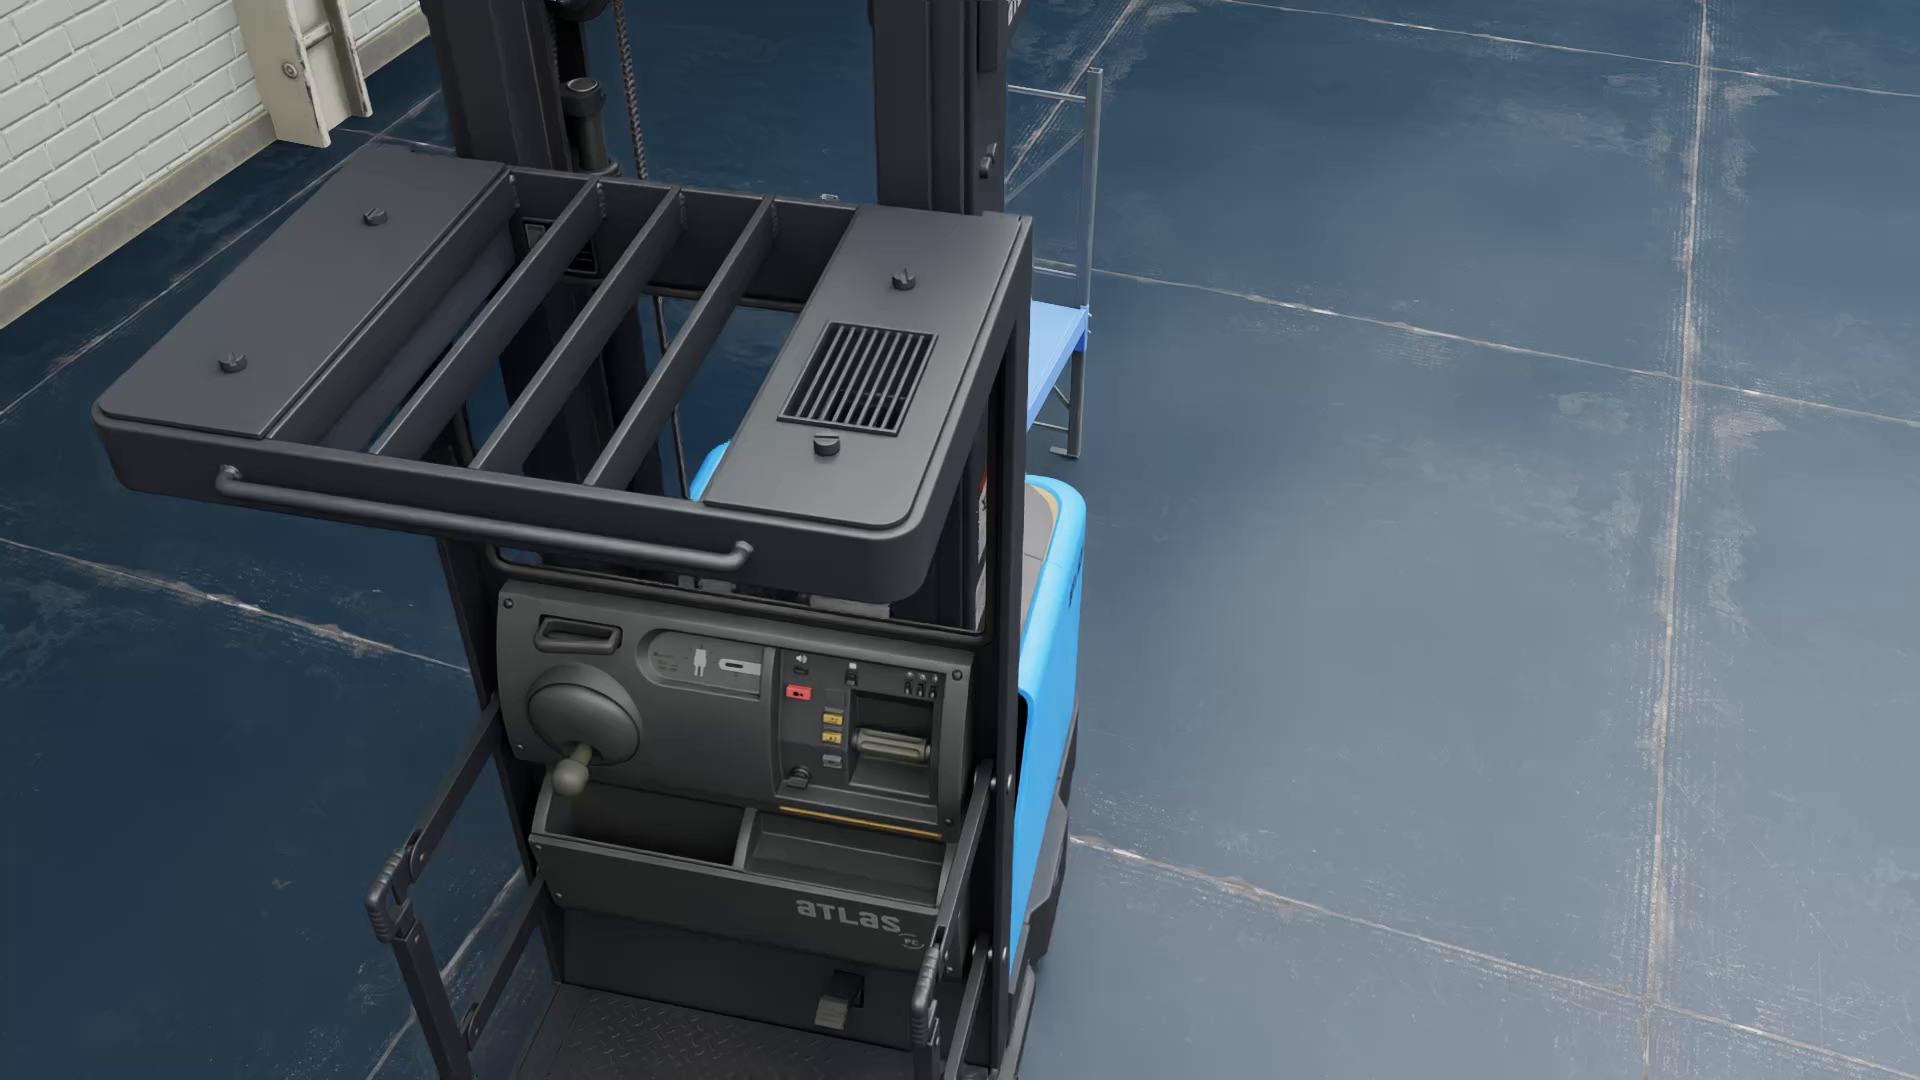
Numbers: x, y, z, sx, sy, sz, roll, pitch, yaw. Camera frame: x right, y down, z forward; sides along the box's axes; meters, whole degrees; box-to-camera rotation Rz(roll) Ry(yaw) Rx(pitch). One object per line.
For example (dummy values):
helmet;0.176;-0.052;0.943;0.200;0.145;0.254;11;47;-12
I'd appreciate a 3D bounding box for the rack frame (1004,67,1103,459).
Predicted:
rack frame;0.203;-0.933;5.688;0.500;1.500;0.032;13;42;15

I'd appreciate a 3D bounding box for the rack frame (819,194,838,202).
rack frame;-0.145;-0.313;4.961;0.500;1.500;0.032;13;42;15

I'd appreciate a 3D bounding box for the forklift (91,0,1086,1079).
forklift;-0.485;0.414;3.006;1.130;2.935;3.031;8;41;10

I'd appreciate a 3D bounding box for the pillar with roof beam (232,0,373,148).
pillar with roof beam;0.933;-4.495;4.086;9.100;9.000;0.400;13;42;15

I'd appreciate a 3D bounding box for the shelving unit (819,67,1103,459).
shelving unit;0.029;-0.623;5.324;0.538;1.500;1.048;13;42;15

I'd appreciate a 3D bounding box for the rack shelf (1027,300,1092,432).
rack shelf;0.029;-0.486;5.441;0.538;0.185;1.000;13;42;15
